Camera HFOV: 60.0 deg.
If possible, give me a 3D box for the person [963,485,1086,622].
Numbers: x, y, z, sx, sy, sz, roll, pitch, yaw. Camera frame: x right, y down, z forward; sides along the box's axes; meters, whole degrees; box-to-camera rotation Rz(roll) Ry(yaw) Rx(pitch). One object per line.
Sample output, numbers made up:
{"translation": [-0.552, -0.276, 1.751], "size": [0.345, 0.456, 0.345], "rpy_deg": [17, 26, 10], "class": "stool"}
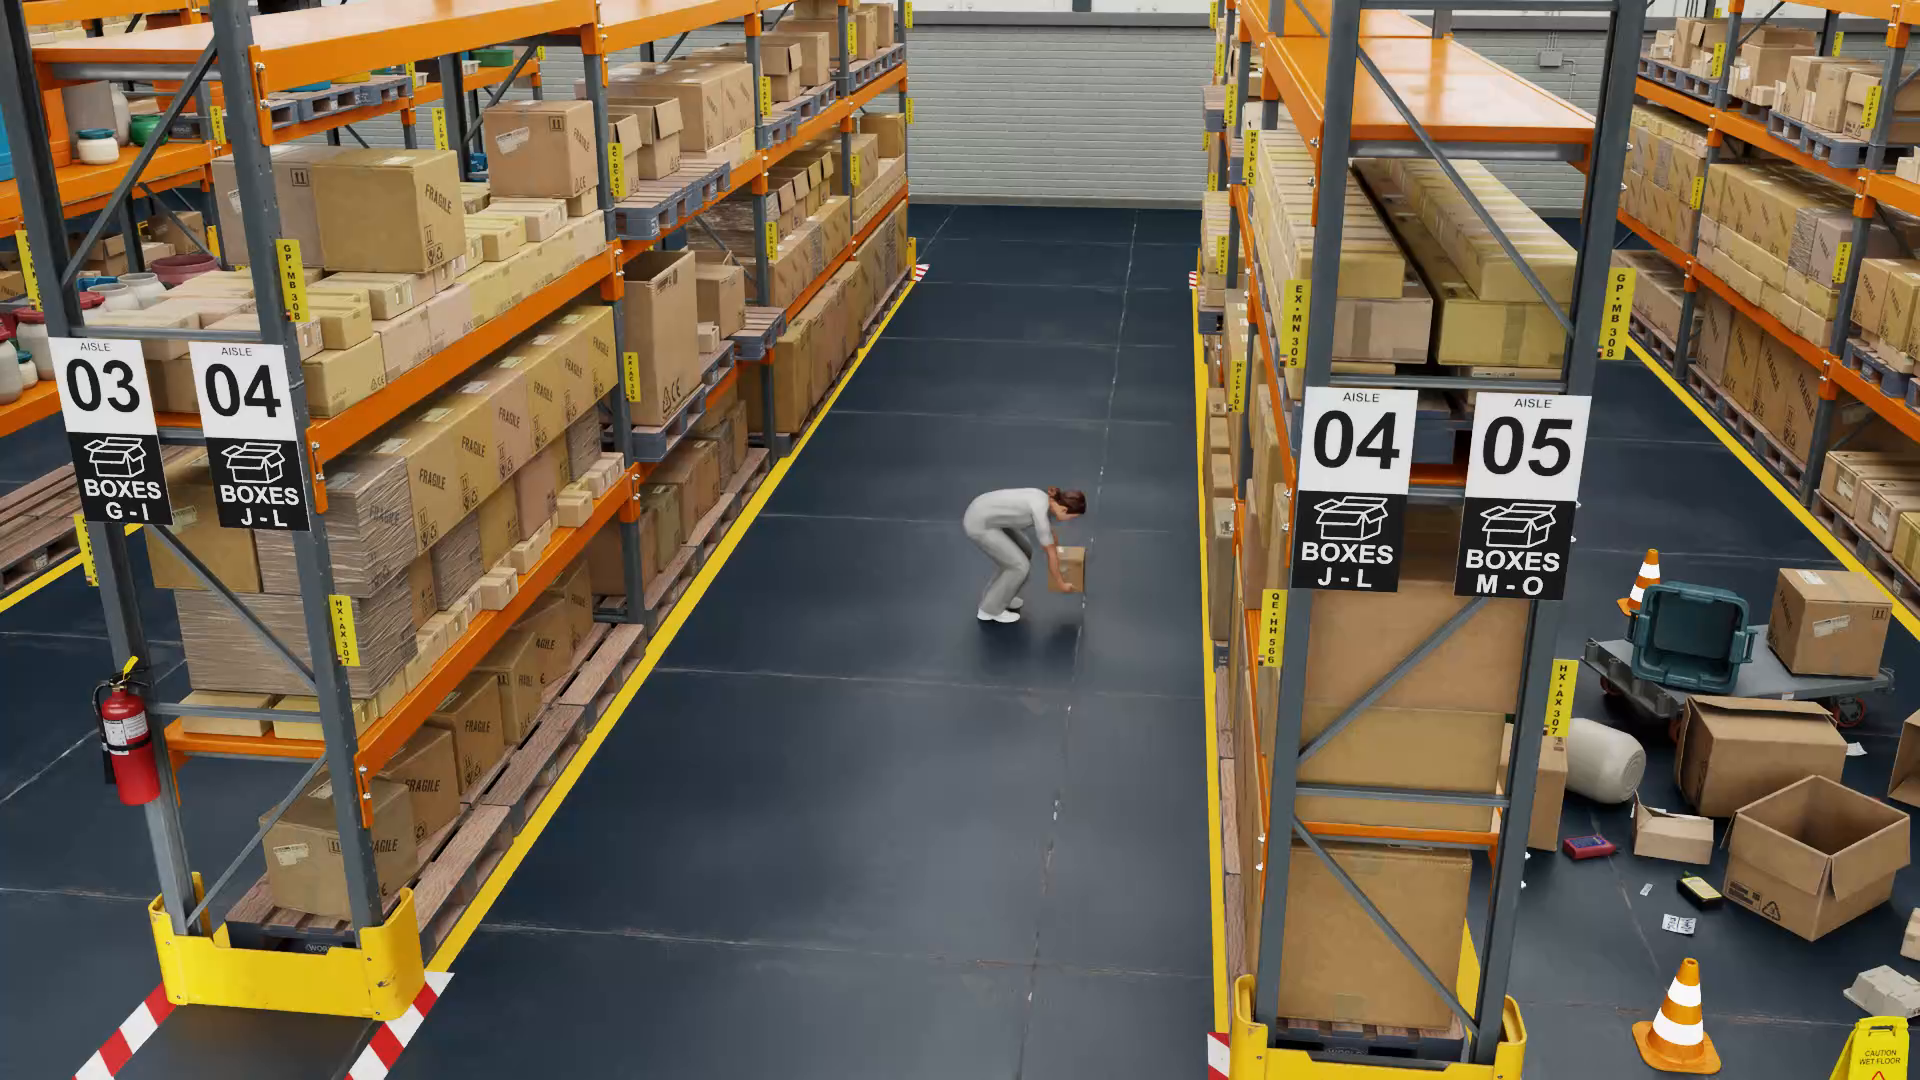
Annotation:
{"translation": [0.456, 0.083, 11.844], "size": [0.867, 0.971, 0.472], "rpy_deg": [1, 21, 4], "class": "person"}
